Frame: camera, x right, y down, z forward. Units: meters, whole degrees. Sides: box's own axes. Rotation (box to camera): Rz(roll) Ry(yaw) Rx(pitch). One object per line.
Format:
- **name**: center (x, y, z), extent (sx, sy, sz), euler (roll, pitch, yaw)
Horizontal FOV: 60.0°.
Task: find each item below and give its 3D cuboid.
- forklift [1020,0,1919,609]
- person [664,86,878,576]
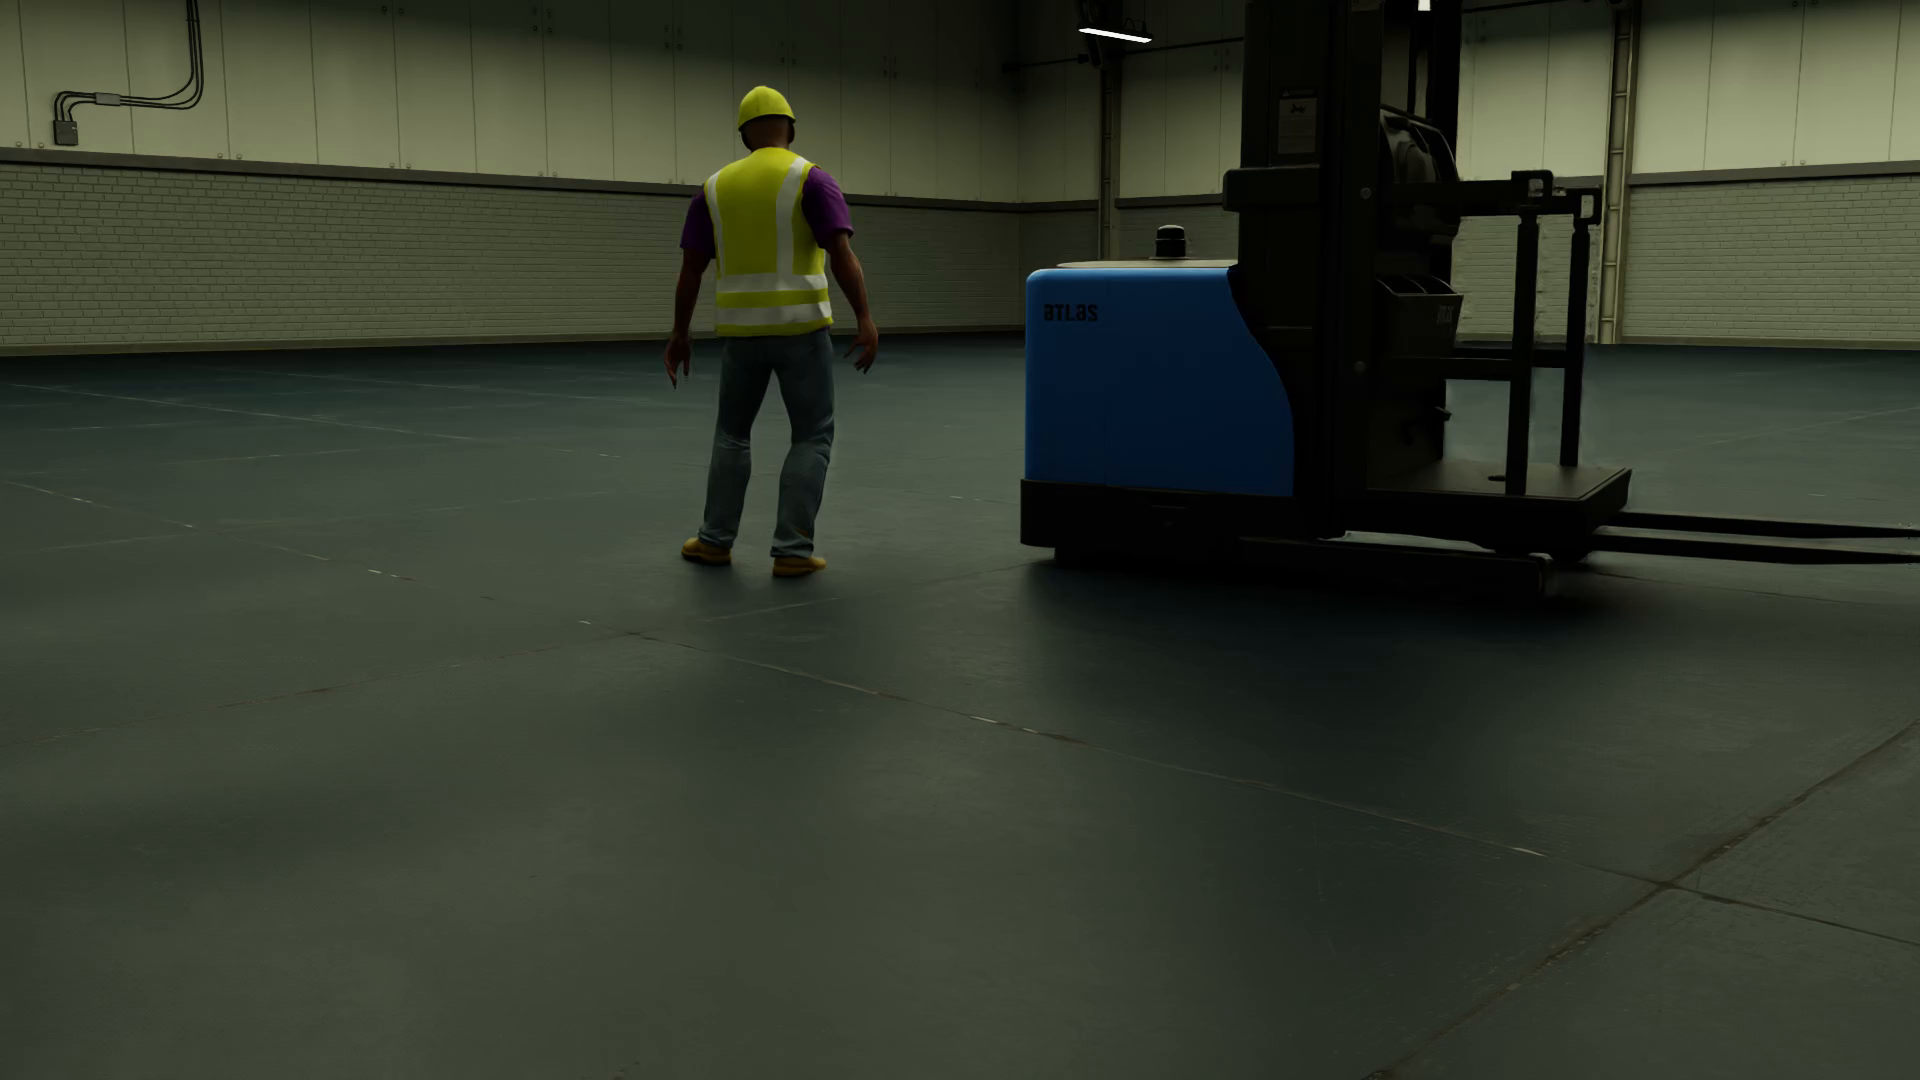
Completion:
- **forklift**: center (1.764, -1.321, 5.645), extent (3.031, 2.935, 1.130), euler (5, 10, 29)
- **person**: center (-0.665, -0.749, 5.973), extent (0.896, 1.733, 0.473), euler (4, 9, 23)
